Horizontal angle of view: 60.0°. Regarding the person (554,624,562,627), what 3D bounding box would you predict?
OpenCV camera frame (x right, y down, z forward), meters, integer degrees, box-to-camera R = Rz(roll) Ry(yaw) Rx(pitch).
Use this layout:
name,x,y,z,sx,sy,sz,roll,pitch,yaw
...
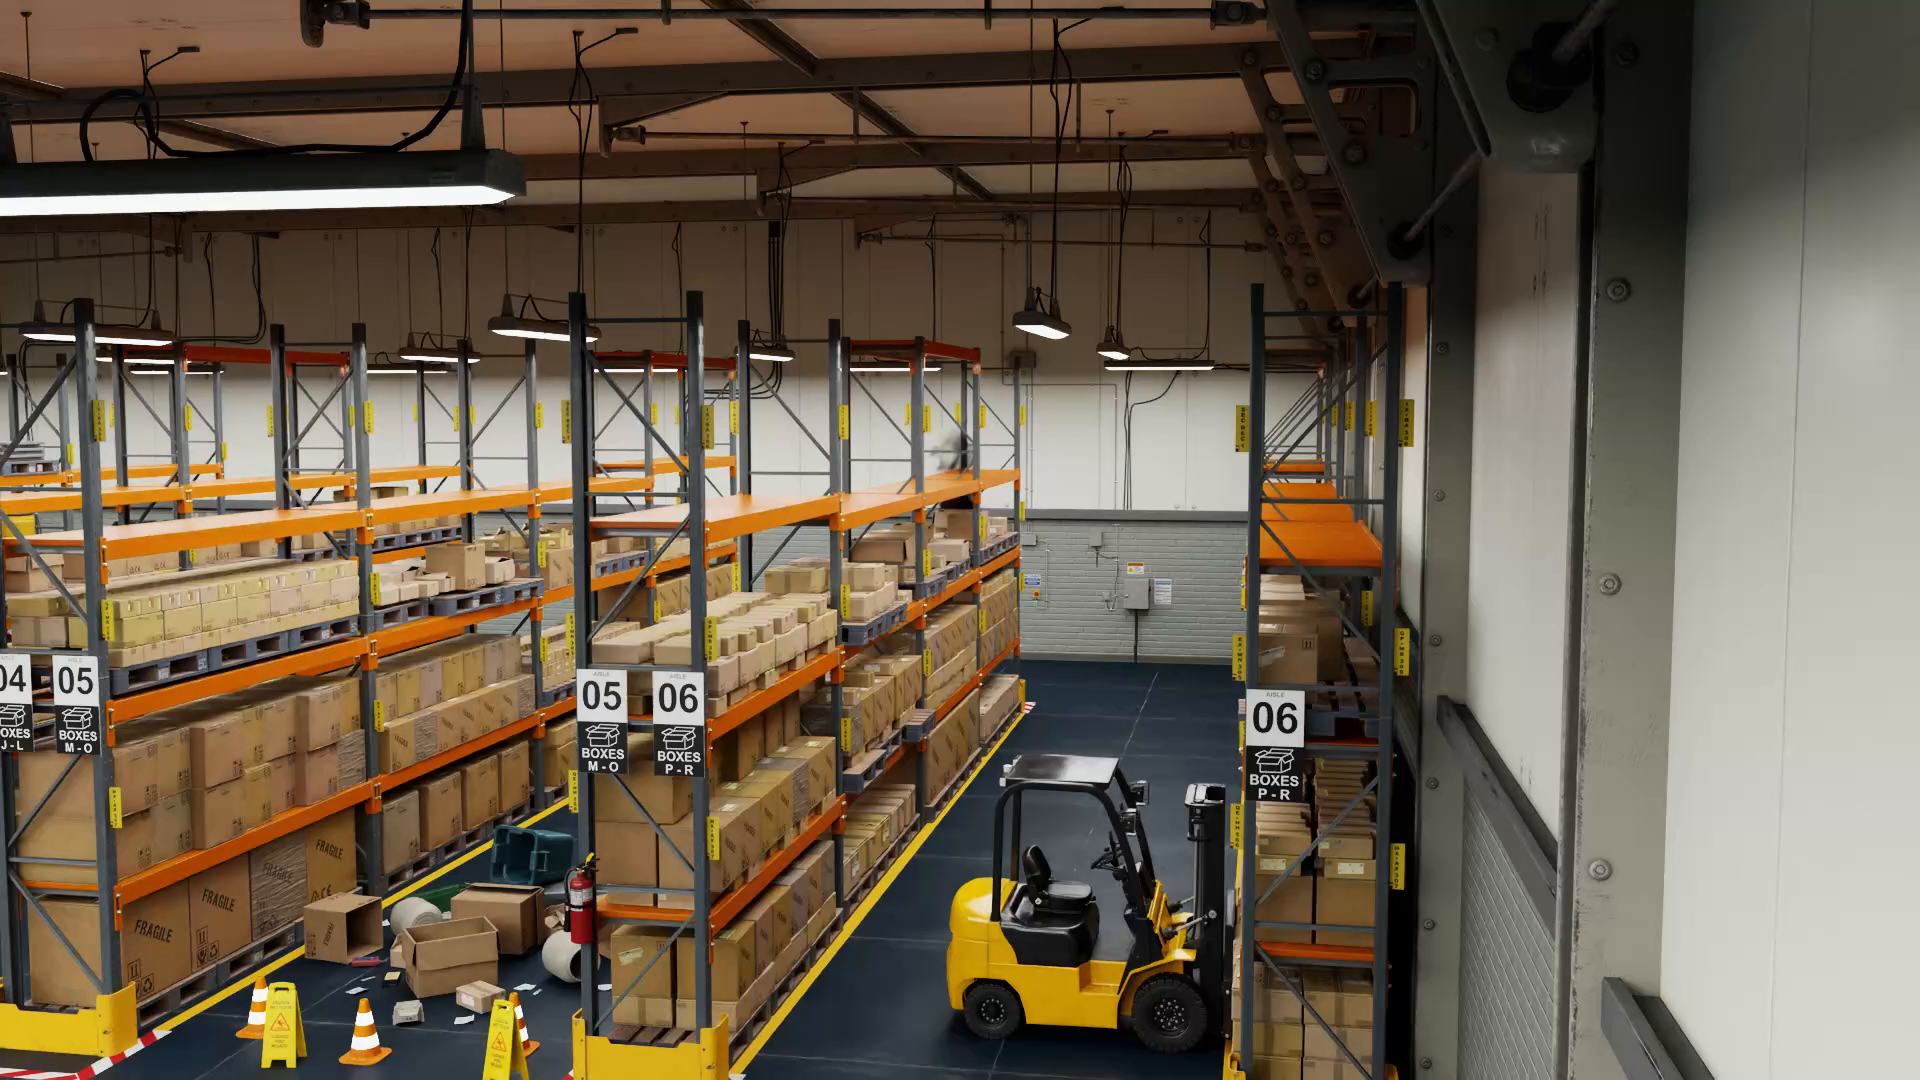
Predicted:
name,x,y,z,sx,sy,sz,roll,pitch,yaw
person,-6.487,2.175,27.127,0.604,1.627,0.656,1,5,14
